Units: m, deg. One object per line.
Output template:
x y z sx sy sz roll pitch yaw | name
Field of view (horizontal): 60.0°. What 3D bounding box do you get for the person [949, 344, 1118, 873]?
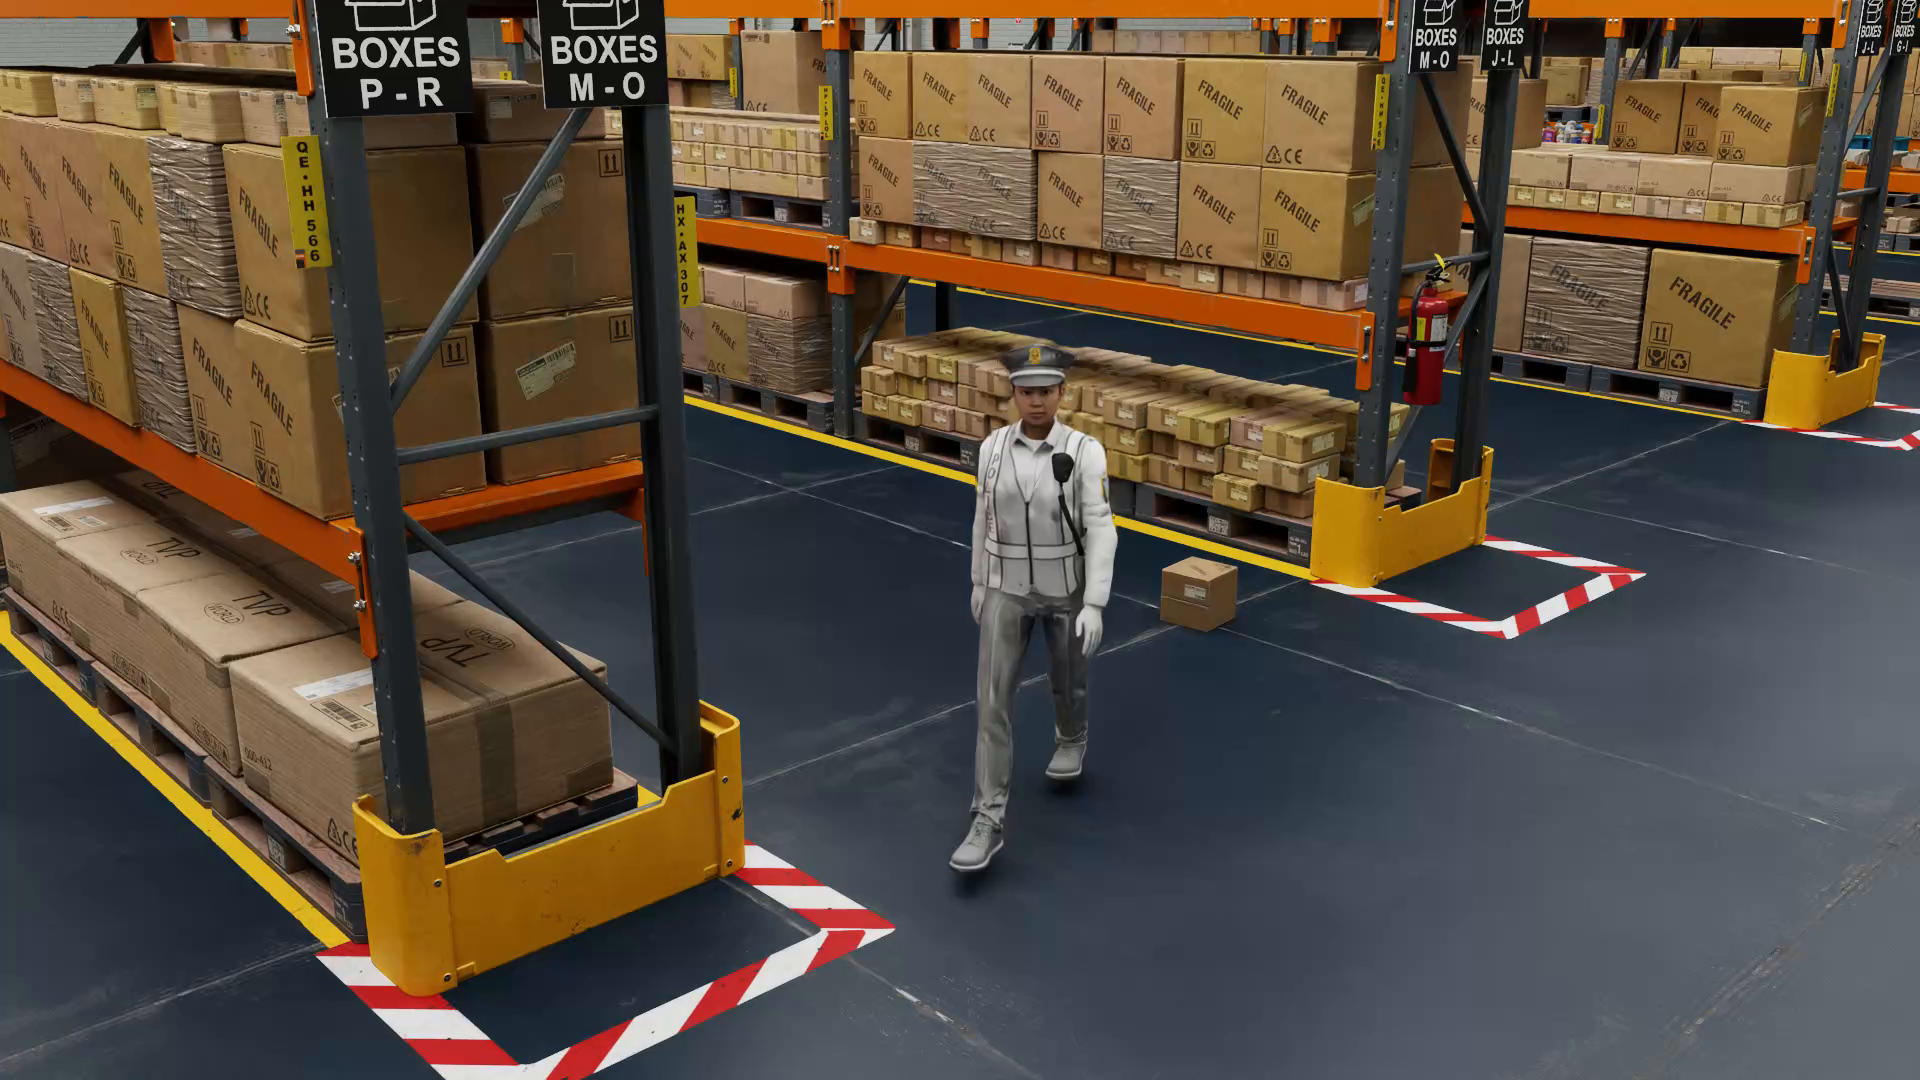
0.253 0.165 5.437 0.513 1.619 1.029 3 18 10 | person
